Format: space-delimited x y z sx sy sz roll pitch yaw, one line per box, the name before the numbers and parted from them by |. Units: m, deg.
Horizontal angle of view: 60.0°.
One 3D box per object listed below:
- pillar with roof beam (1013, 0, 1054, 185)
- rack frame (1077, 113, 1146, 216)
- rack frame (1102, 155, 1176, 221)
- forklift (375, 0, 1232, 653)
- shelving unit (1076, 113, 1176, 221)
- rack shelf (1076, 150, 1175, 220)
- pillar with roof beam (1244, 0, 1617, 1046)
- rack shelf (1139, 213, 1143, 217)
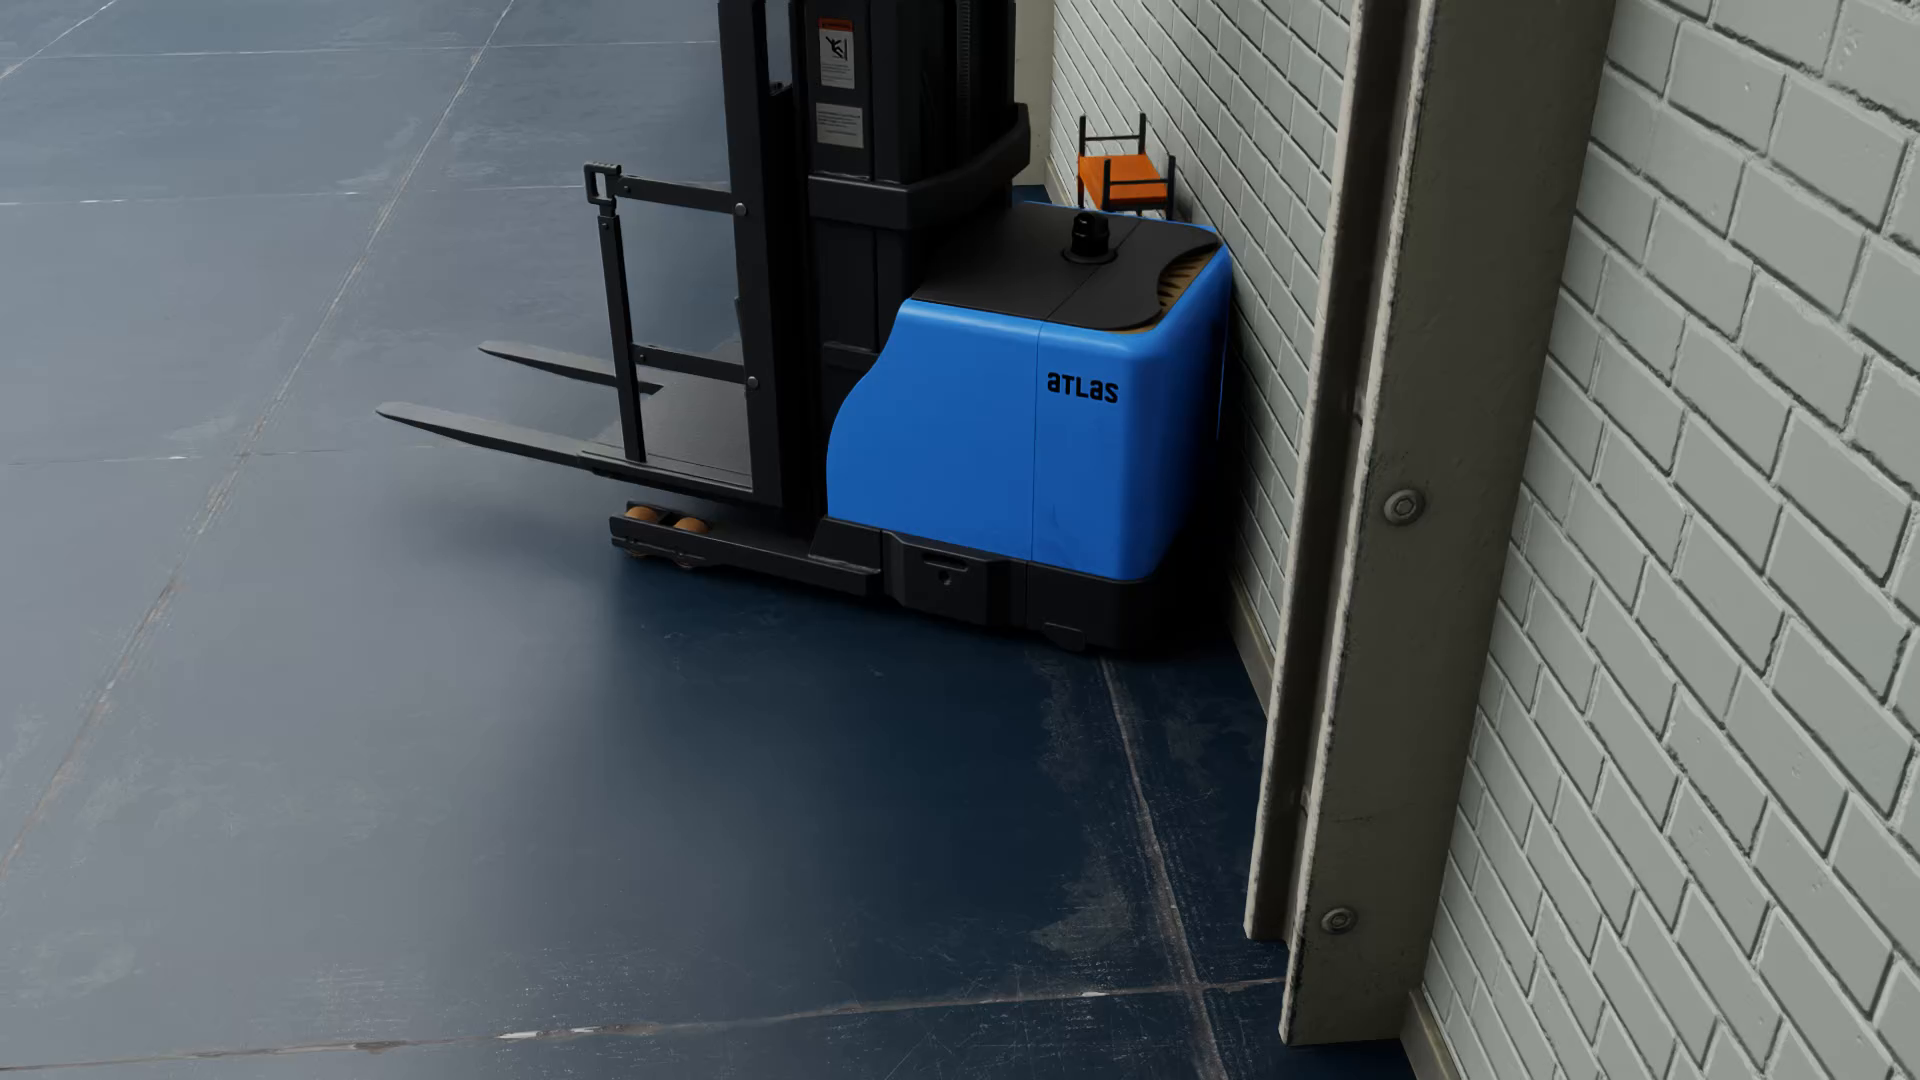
pillar with roof beam | -3.968 -5.670 6.467 9.100 9.000 0.400 -3 31 -5
rack frame | 0.555 -1.006 6.261 0.240 1.200 0.015 -4 31 -5
rack frame | 0.606 -0.758 5.844 0.240 1.200 0.015 -4 31 -5
forklift | -0.633 -1.398 5.232 3.031 2.935 1.130 12 33 20
shelving unit | 0.581 -0.882 6.053 0.258 1.200 0.503 -4 31 -5
rack shelf | 0.576 -1.219 5.851 0.258 0.148 0.480 -4 31 -5
pillar with roof beam | -3.408 -2.607 1.339 9.100 9.000 0.400 -3 31 -5
rack shelf | 0.579 -1.016 5.973 0.258 0.148 0.480 -4 31 -5
